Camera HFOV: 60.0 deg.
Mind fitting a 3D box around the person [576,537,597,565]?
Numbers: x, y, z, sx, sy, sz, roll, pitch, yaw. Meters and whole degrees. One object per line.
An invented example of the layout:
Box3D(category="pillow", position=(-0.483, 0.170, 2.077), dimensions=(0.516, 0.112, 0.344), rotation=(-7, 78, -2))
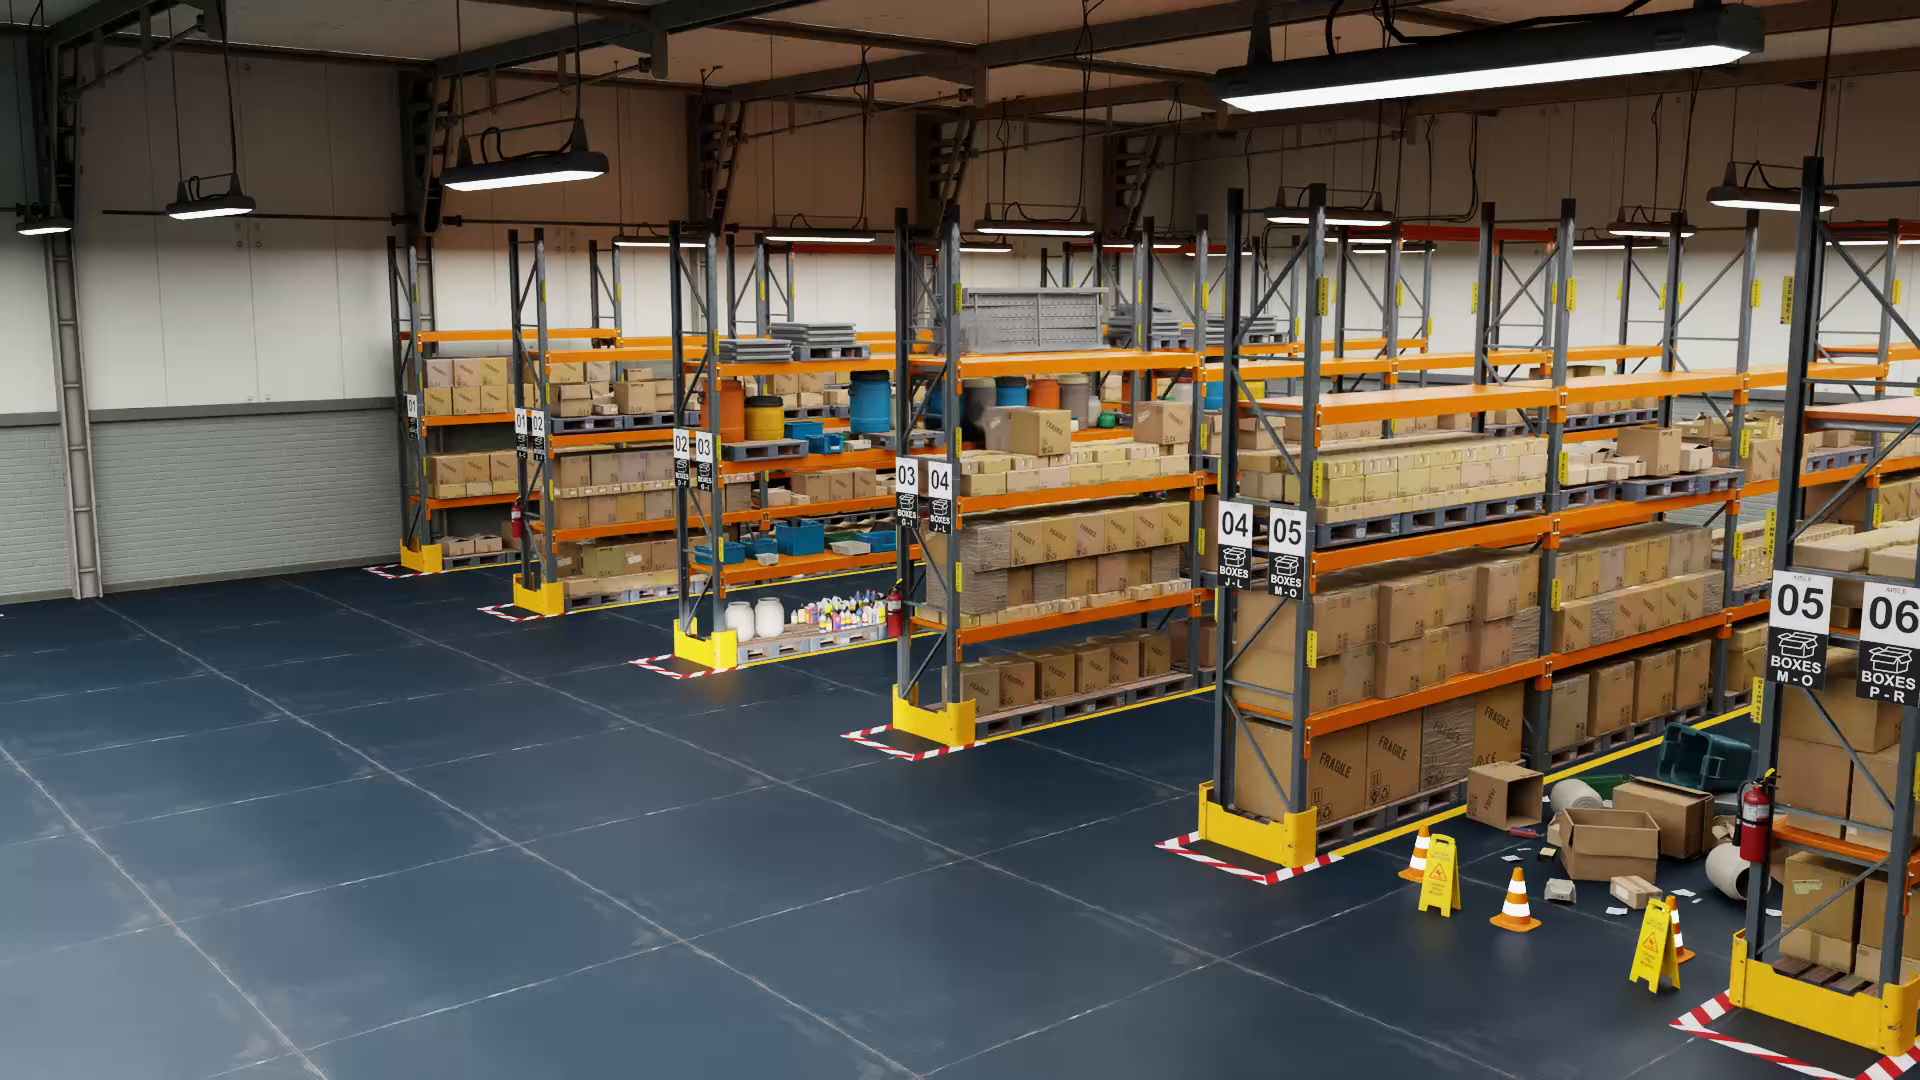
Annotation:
Box3D(category="person", position=(-6.482, -0.114, 29.120), dimensions=(0.583, 1.628, 0.637), rotation=(4, 10, 26))
